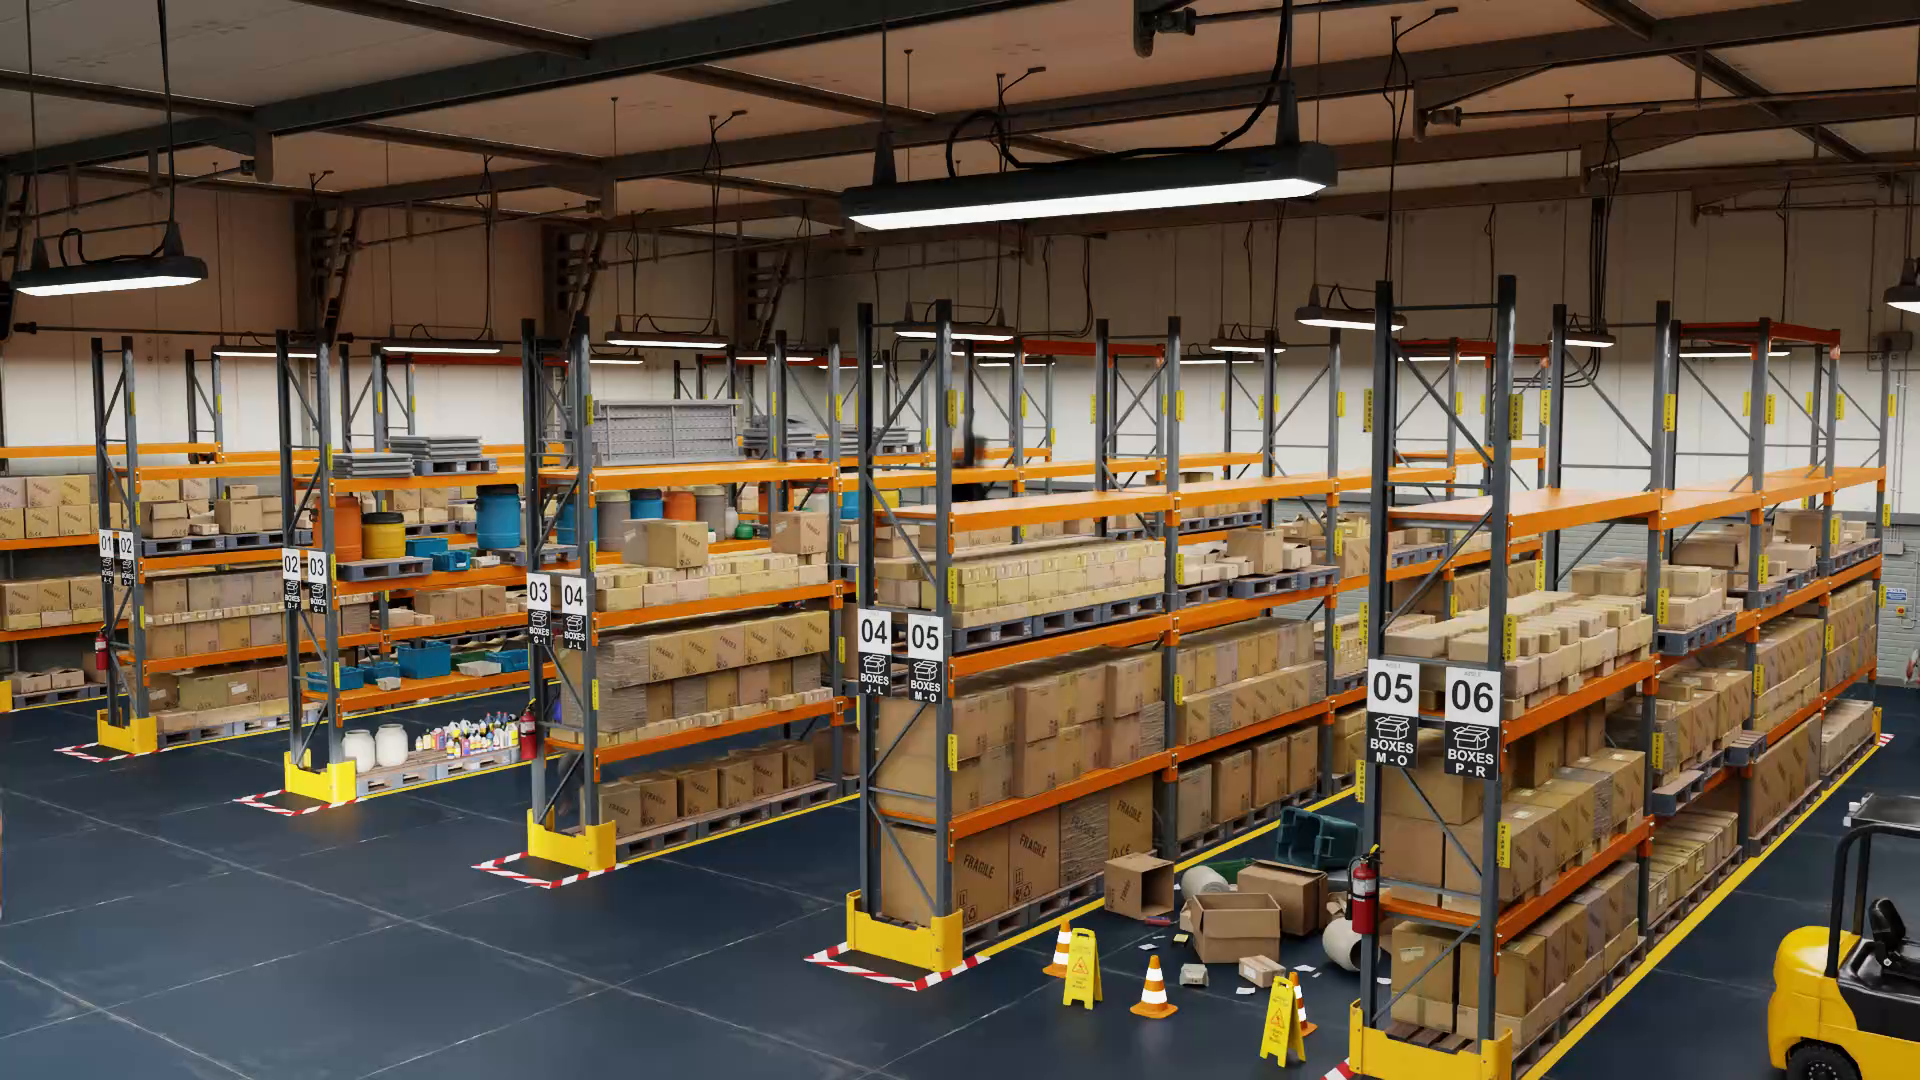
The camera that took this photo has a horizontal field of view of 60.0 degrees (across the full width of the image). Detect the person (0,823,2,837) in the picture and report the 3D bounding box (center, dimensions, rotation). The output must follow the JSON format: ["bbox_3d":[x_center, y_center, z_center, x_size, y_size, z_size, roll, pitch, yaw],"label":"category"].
[{"bbox_3d":[-9.030,3.017,15.129,0.576,1.676,0.899,-3,6,-29],"label":"person"}]

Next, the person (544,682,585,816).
[{"bbox_3d":[-4.786,2.551,20.677,0.584,1.697,0.885,4,6,39],"label":"person"}]

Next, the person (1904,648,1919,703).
[{"bbox_3d":[14.383,2.150,24.625,0.739,1.730,0.811,2,5,20],"label":"person"}]
